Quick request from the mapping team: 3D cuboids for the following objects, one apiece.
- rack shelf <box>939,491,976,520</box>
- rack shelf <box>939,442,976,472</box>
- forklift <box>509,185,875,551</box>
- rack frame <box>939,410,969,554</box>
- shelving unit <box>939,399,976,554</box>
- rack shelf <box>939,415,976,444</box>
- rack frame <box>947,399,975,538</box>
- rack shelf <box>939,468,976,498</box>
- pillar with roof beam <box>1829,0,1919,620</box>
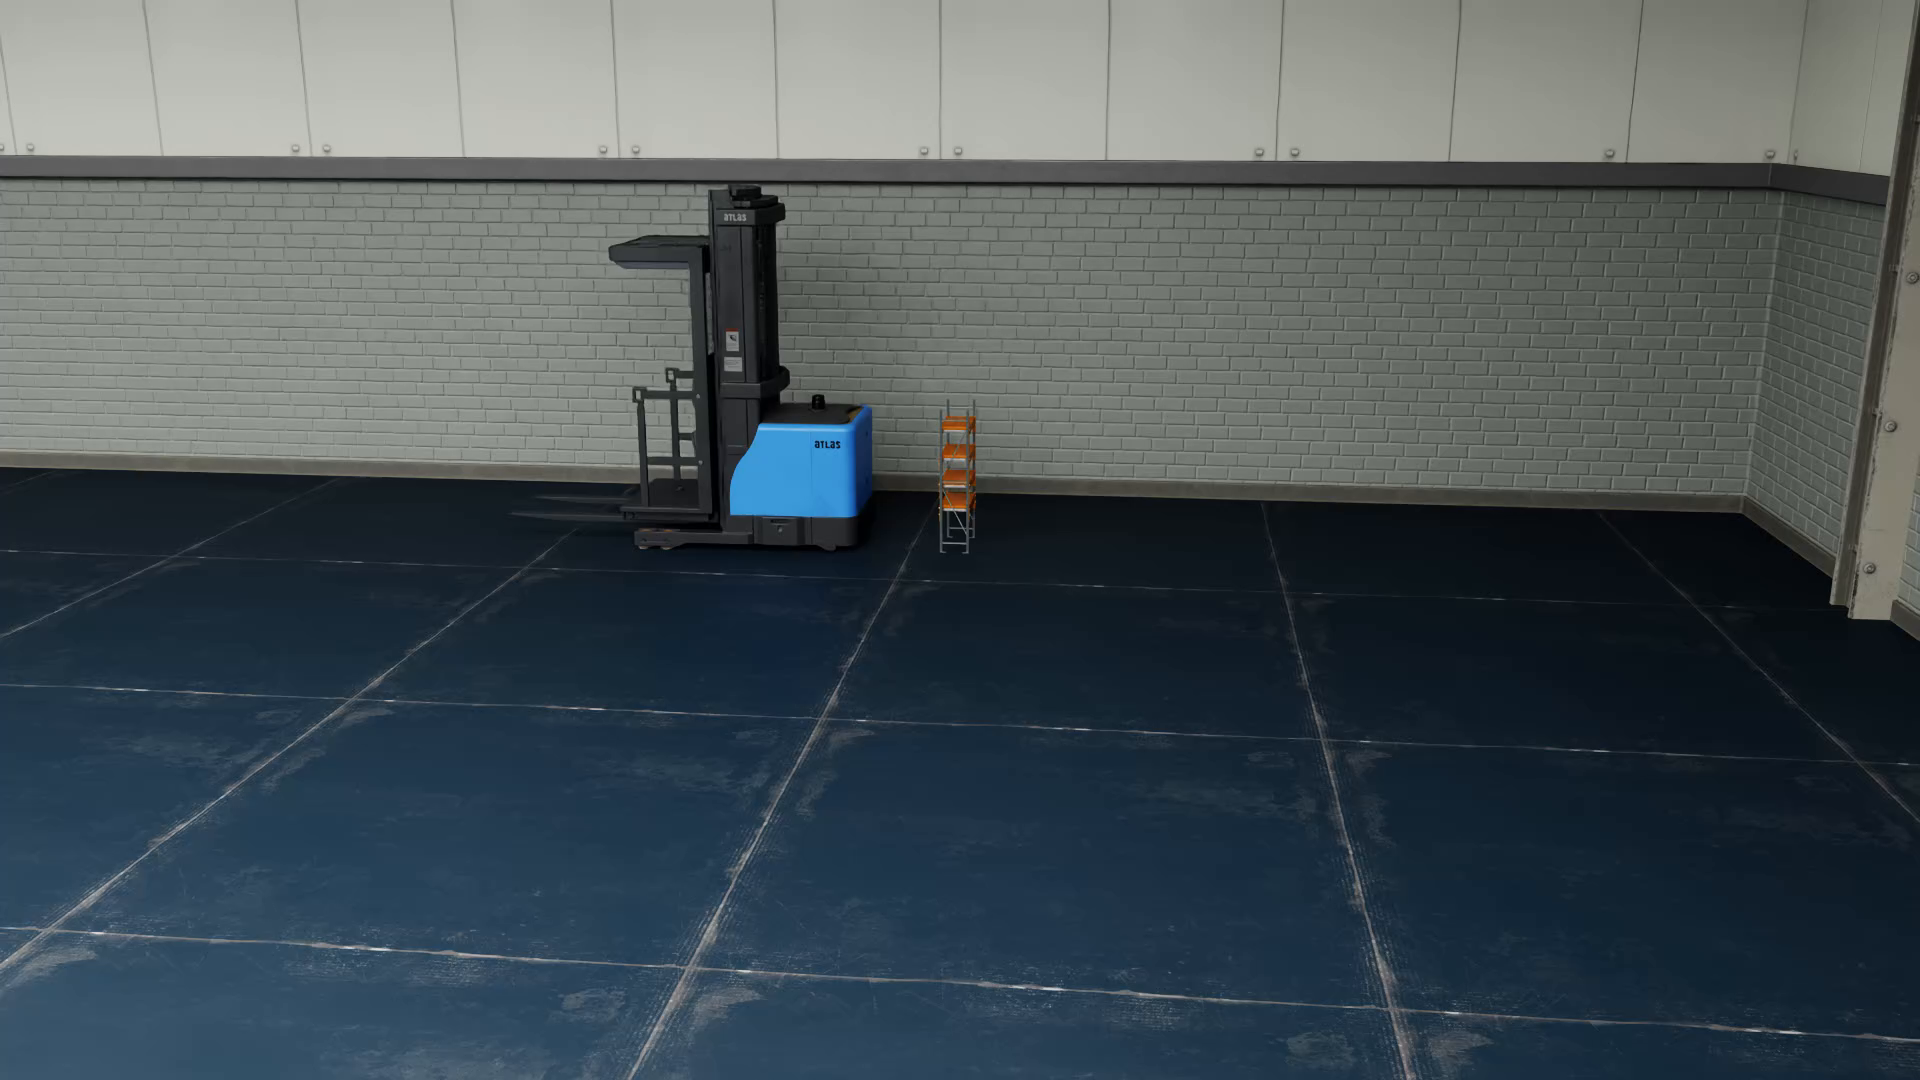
[{"bbox_3d":[-0.019,-0.280,13.916,0.258,0.148,0.480,2,15,6],"label":"rack shelf"},{"bbox_3d":[-0.019,-0.687,13.806,0.258,0.148,0.480,2,15,6],"label":"rack shelf"},{"bbox_3d":[-2.297,-1.469,13.978,3.031,2.935,1.130,2,15,6],"label":"forklift"},{"bbox_3d":[-0.046,-0.473,13.613,0.240,1.200,0.015,2,15,6],"label":"rack frame"},{"bbox_3d":[-0.019,-0.536,13.847,0.258,1.200,0.503,2,15,6],"label":"shelving unit"},{"bbox_3d":[-0.019,-0.916,13.744,0.258,0.148,0.480,2,15,6],"label":"rack shelf"},{"bbox_3d":[0.009,-0.600,14.081,0.240,1.200,0.015,2,15,6],"label":"rack frame"},{"bbox_3d":[-0.019,-0.471,13.864,0.258,0.148,0.480,2,15,6],"label":"rack shelf"},{"bbox_3d":[2.352,-3.948,11.523,9.100,9.000,0.400,2,15,6],"label":"pillar with roof beam"}]
